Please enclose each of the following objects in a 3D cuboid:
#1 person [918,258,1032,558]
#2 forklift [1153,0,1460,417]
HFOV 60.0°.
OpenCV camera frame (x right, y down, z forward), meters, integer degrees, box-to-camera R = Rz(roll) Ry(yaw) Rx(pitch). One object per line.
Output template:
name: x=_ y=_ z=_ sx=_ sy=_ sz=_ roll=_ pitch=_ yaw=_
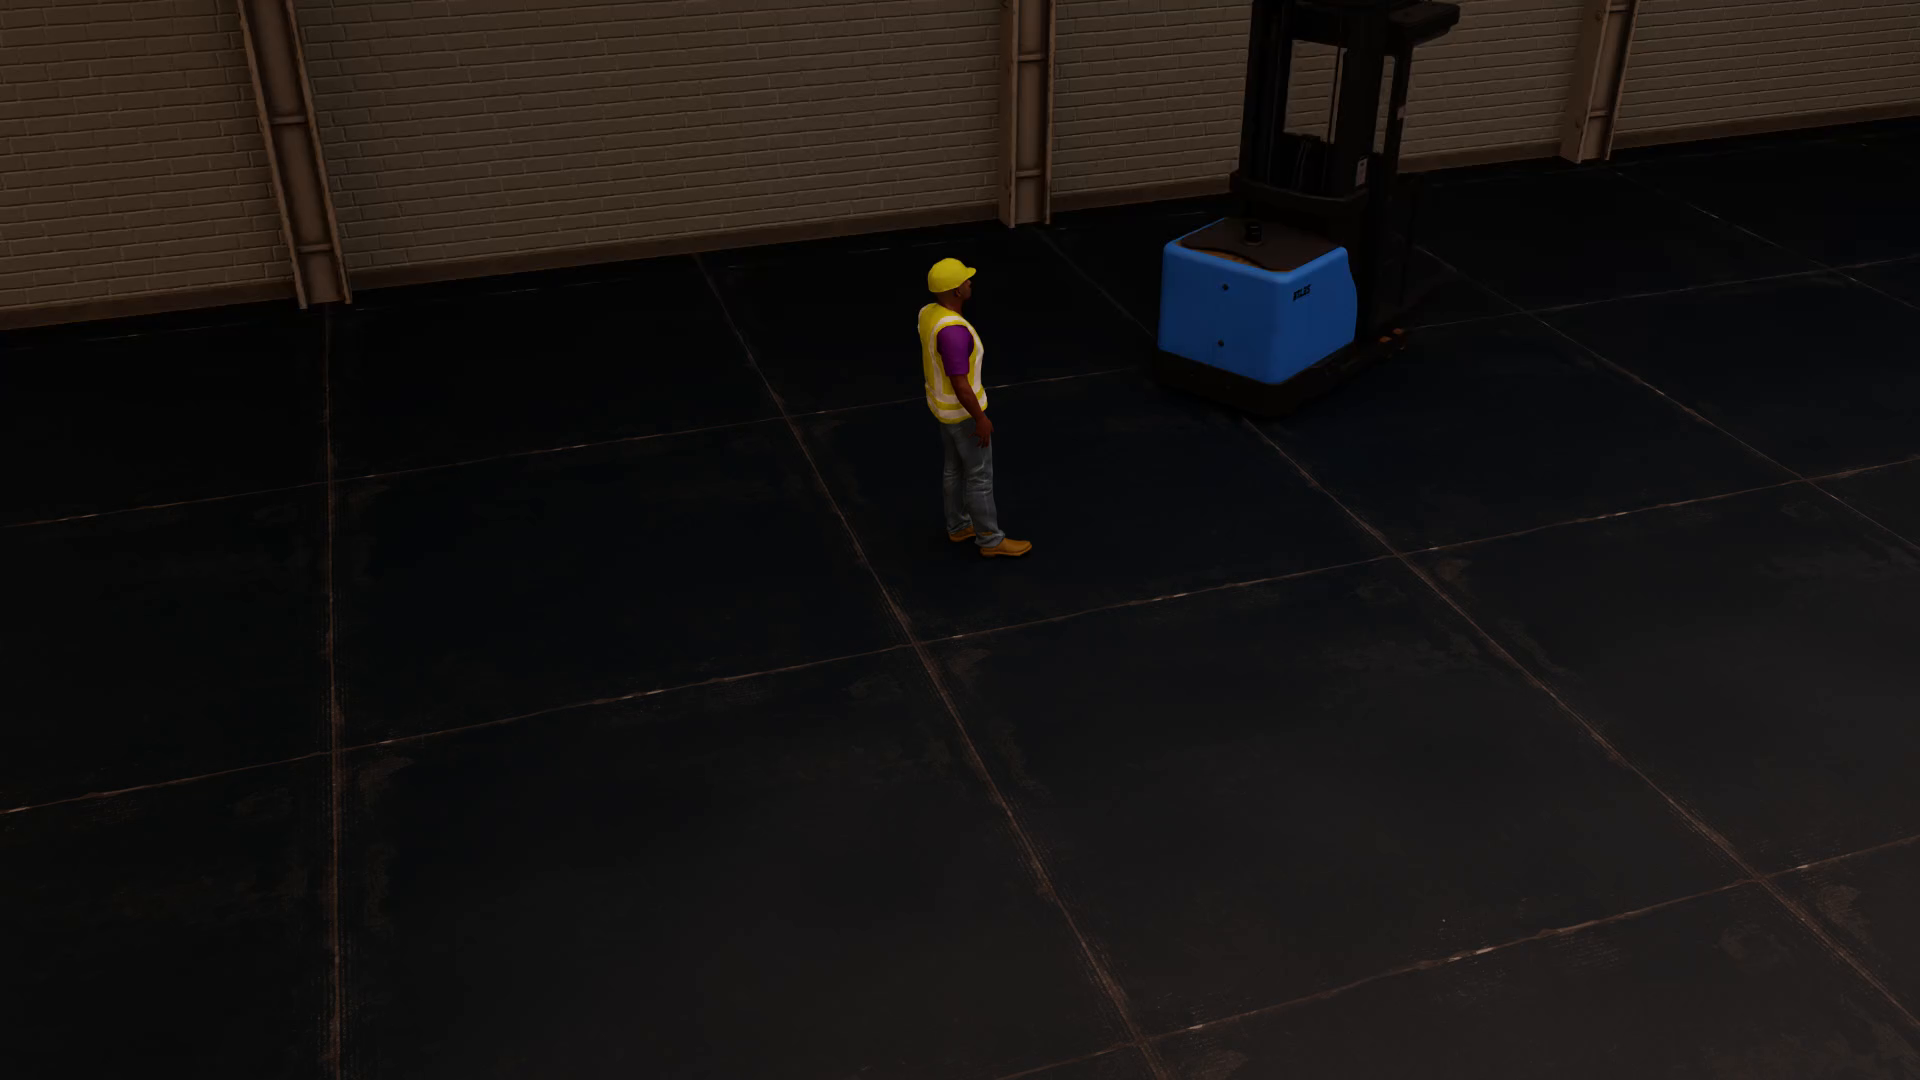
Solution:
person: x=0.068 y=-0.780 z=9.597 sx=0.575 sy=1.768 sz=0.666 roll=-10 pitch=31 yaw=-16
forklift: x=2.730 y=-2.767 z=11.895 sx=1.130 sy=2.935 sz=3.031 roll=24 pitch=37 yaw=35
